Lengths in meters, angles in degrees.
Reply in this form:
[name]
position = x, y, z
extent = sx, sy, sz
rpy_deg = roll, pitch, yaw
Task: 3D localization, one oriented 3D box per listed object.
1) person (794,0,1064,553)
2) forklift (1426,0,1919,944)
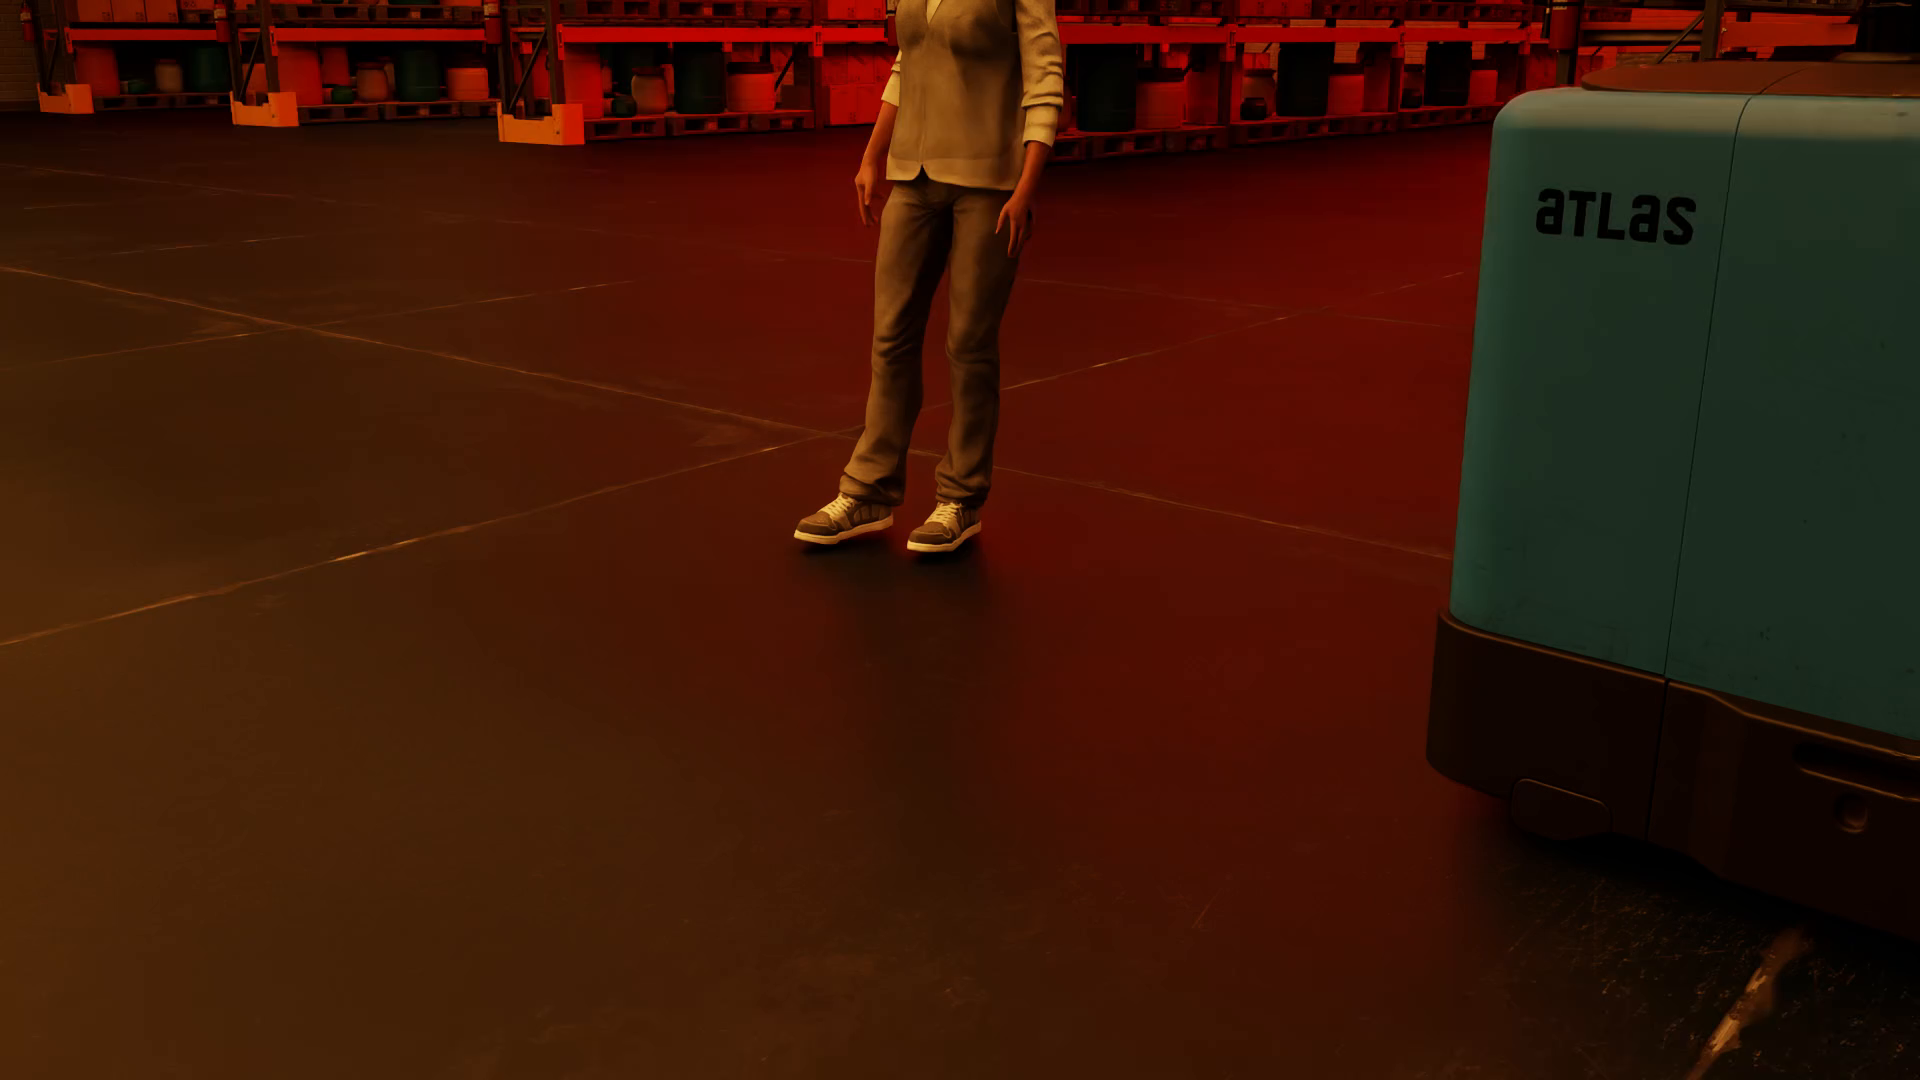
[person]
position = -0.057, -0.757, 3.662
extent = 0.521, 1.596, 0.475
rpy_deg = 13, 21, 37
[forklift]
position = 2.137, -0.796, 1.520
extent = 3.031, 2.935, 1.130
rpy_deg = 15, 23, 41
